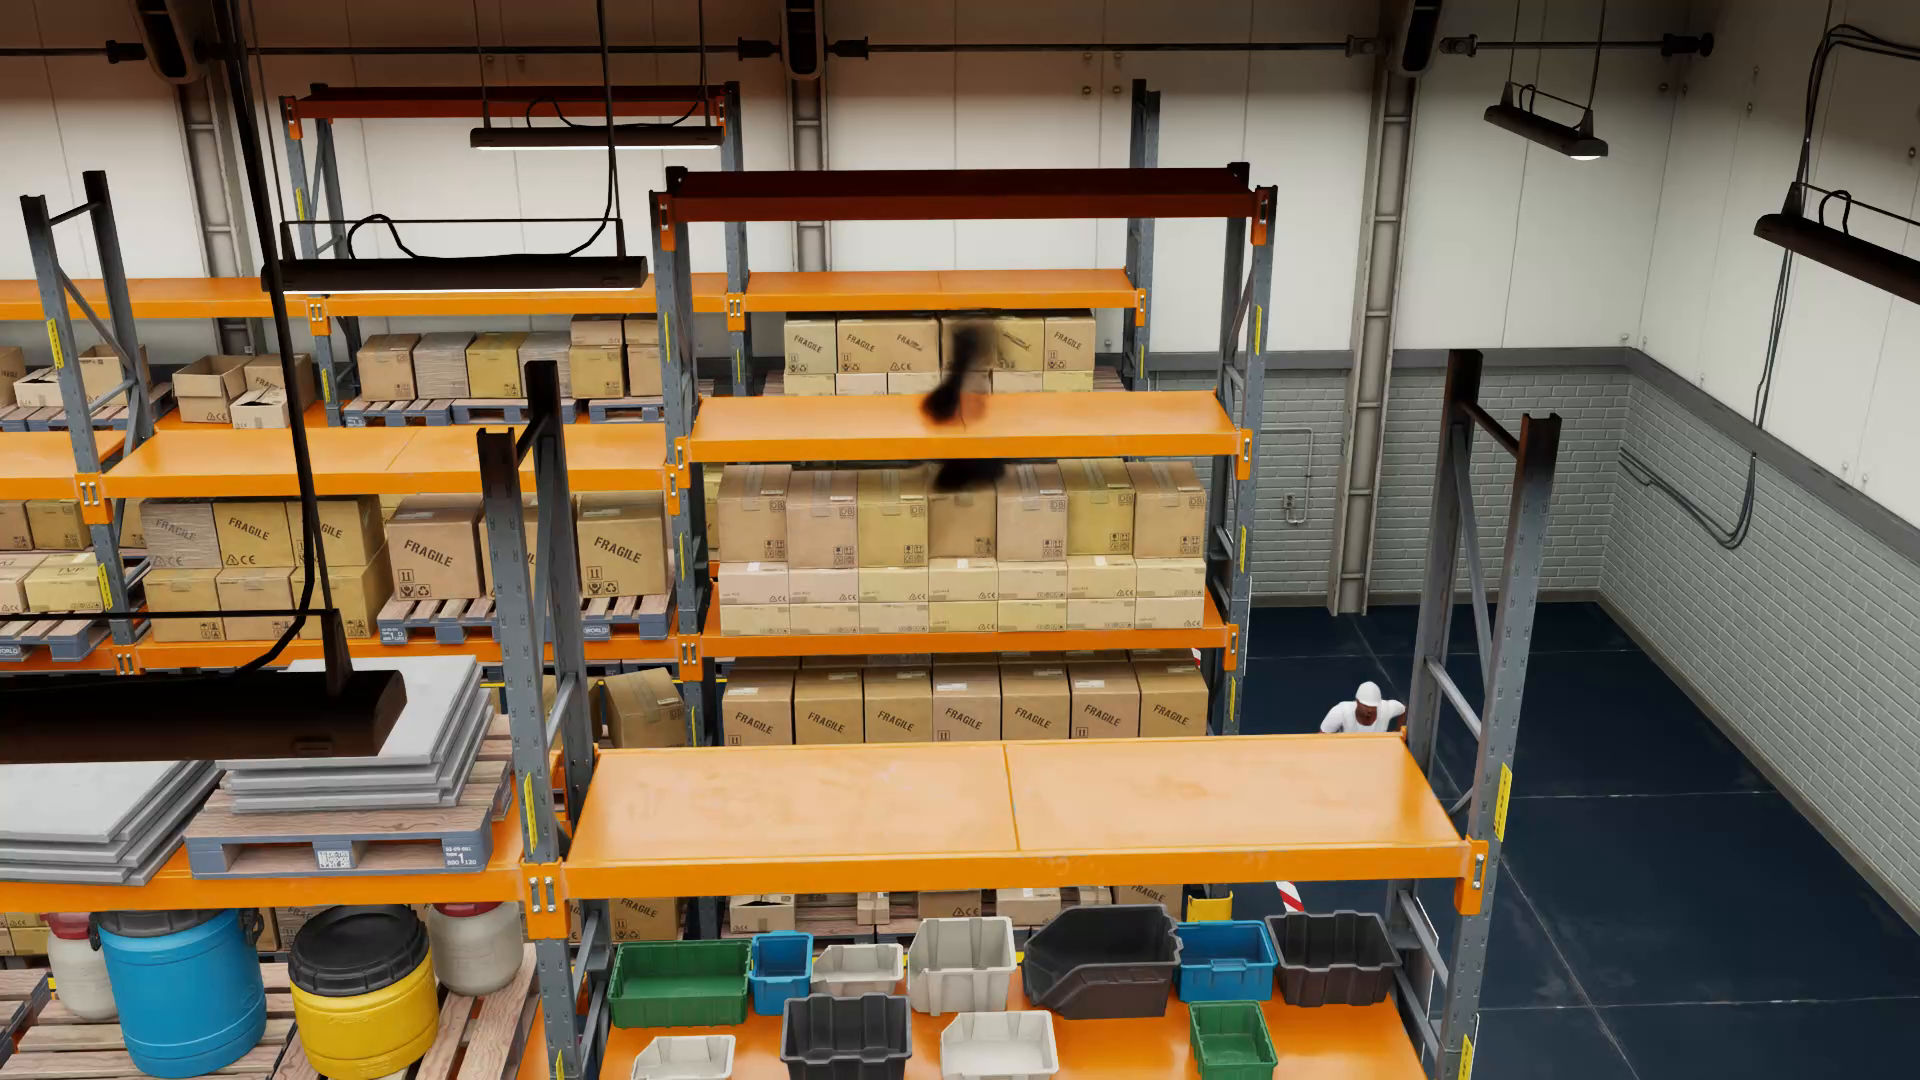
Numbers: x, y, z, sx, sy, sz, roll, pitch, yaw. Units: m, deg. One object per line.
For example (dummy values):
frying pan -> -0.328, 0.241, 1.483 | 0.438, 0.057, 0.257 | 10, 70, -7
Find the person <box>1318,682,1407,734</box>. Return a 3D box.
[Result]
person -> 3.407, 1.891, 14.240 | 0.748, 1.735, 1.052 | 1, 22, 3
